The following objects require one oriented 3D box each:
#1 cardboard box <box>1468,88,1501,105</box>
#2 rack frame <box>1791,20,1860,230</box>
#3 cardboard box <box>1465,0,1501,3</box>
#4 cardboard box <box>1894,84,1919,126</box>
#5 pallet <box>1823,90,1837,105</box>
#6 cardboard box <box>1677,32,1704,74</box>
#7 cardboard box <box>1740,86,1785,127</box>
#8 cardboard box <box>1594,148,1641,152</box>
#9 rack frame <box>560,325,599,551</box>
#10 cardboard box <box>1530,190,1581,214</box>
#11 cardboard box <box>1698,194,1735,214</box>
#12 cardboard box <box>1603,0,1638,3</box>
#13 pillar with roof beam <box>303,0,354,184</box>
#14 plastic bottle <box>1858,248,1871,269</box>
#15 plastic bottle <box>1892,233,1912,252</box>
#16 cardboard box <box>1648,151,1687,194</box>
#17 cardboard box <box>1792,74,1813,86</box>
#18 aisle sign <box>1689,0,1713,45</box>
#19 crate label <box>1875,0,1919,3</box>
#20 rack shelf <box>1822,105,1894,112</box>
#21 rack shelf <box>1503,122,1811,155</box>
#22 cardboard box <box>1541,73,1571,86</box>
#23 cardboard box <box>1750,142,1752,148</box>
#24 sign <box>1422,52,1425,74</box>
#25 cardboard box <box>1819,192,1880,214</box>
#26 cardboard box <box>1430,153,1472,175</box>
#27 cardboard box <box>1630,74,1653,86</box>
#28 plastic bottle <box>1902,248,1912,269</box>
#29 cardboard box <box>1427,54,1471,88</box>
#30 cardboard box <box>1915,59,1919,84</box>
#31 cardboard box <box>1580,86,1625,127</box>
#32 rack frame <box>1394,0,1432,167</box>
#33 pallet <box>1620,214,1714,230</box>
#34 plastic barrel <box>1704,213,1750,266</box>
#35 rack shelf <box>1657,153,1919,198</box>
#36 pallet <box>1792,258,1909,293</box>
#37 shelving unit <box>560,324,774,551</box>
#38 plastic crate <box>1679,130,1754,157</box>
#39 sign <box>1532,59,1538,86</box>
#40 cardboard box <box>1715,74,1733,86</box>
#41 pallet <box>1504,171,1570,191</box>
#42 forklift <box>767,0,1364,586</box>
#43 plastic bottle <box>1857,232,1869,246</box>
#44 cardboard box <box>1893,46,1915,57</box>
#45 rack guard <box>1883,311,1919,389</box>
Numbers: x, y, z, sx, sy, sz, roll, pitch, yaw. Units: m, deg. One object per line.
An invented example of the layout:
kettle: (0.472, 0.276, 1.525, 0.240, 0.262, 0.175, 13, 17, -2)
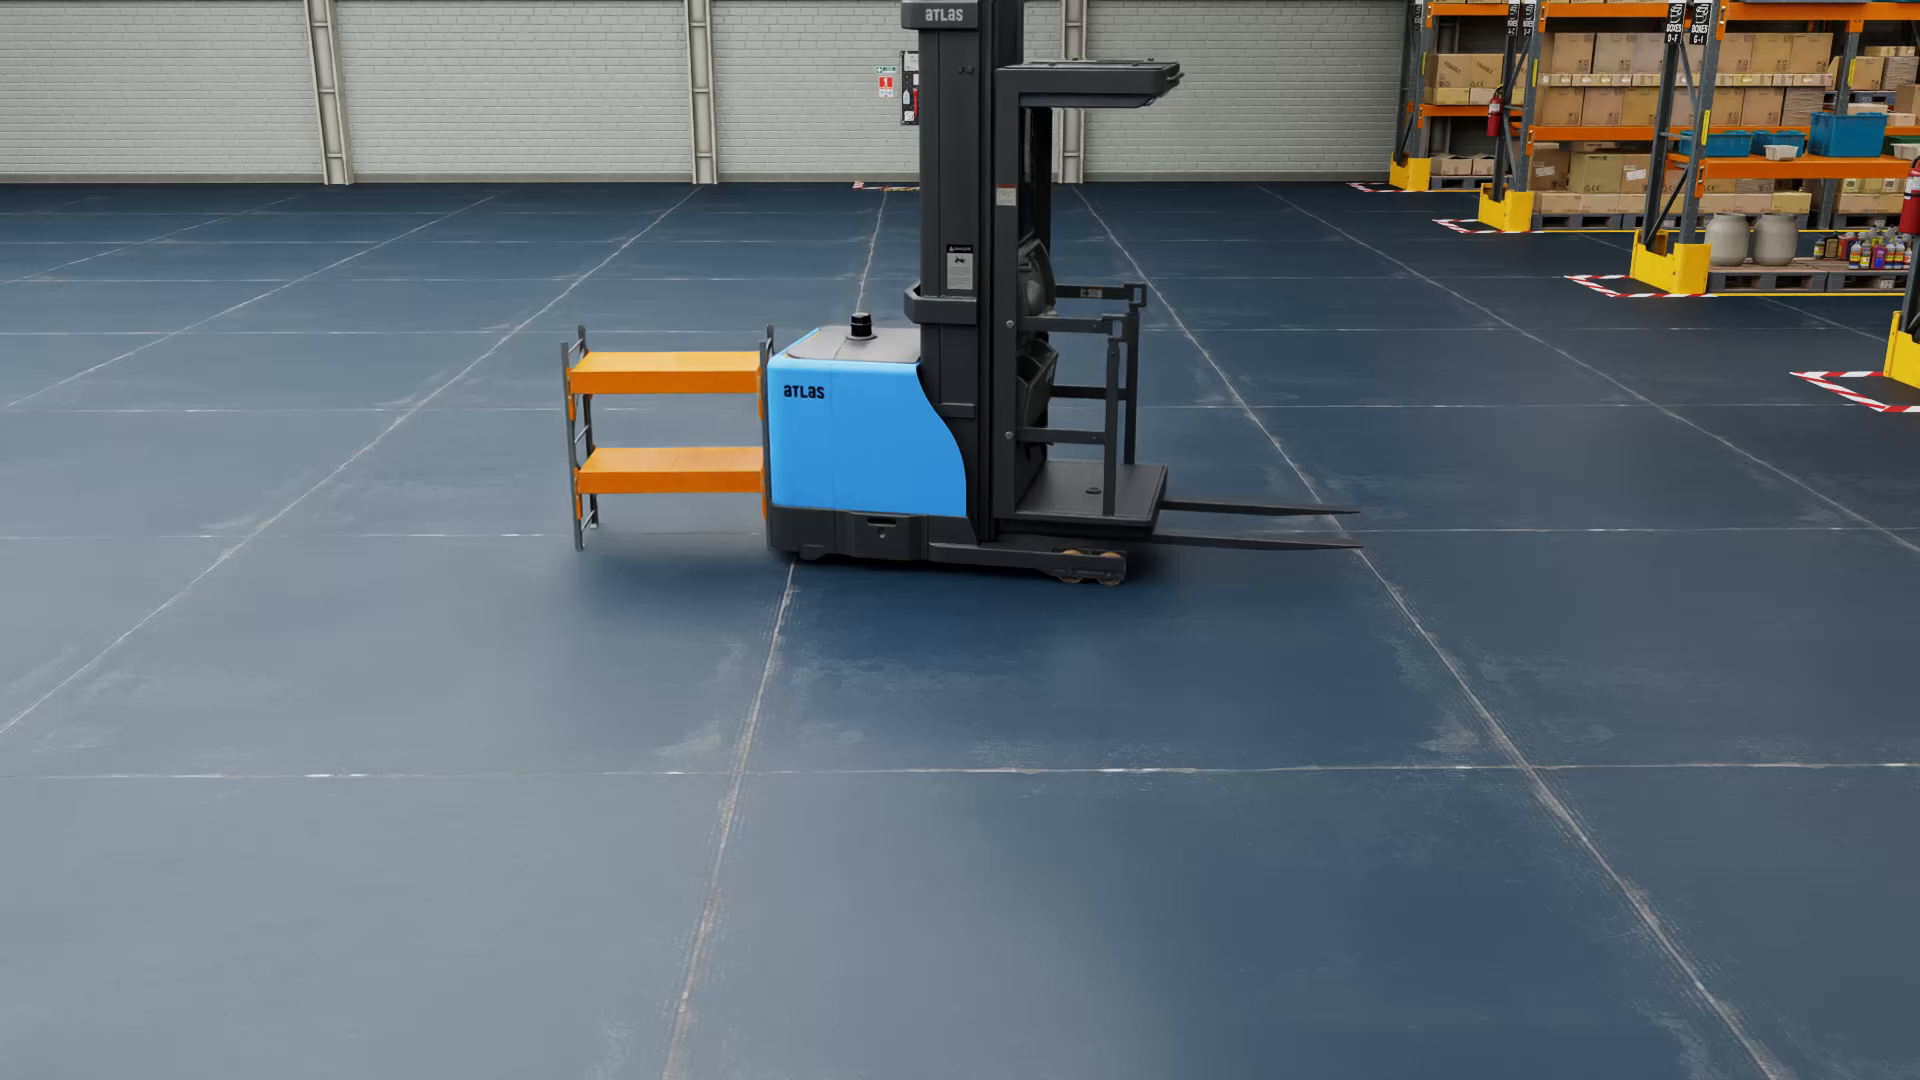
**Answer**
cardboard box: (8.144, -6.949, 26.013, 0.500, 0.250, 0.500, -1, 18, -3)
rack frame: (11.214, -5.605, 21.610, 0.127, 3.000, 1.000, 0, 18, -1)
cardboard box: (8.008, -8.501, 25.531, 0.500, 0.500, 0.500, 1, 18, 3)
cardboard box: (12.509, -5.654, 21.599, 0.500, 0.500, 0.500, 1, 18, 3)
pallet: (13.153, -7.024, 26.347, 1.213, 0.211, 1.003, 0, 18, -1)
cardboard box: (9.265, -6.259, 21.362, 0.500, 0.500, 0.700, 0, 18, -1)
cardboard box: (10.243, -5.644, 21.568, 0.500, 0.500, 0.700, 0, 18, -1)
cardboard box: (8.746, -4.937, 22.112, 0.500, 0.500, 0.500, 0, 18, -1)
rack frame: (-2.040, -0.553, 8.931, 0.032, 1.125, 0.500, 0, 18, -1)
cardboard box: (7.754, -4.411, 21.702, 0.500, 0.250, 0.500, 0, 18, -1)
cardboard box: (9.754, -4.421, 21.732, 0.500, 0.250, 0.500, 0, 18, -1)
cardboard box: (10.125, -8.527, 25.612, 0.500, 0.500, 0.500, -2, 18, -6)
pillar with roof beam: (-10.111, -8.822, 21.815, 0.400, 9.000, 9.100, 0, 18, -1)
plastic bottle: (9.210, -2.864, 16.927, 0.097, 0.201, 0.097, 0, 18, 0)
plastic bottle: (9.889, -3.080, 17.476, 0.135, 0.276, 0.152, 0, 18, -1)
cardboard box: (9.254, -4.775, 21.608, 0.500, 0.500, 0.500, 0, 18, -1)
cardboard box: (10.698, -5.894, 21.286, 0.250, 0.149, 0.380, -1, 18, -2)
aisle sign: (7.222, -5.221, 16.157, 0.004, 0.787, 0.394, 0, 18, -1)
crate label: (9.166, -5.339, 16.112, 0.408, 0.251, 0.502, 0, 18, -1)
rack shelf: (13.132, -6.785, 26.467, 4.000, 0.370, 1.077, 0, 18, -1)
rack shelf: (9.214, -5.253, 21.690, 4.000, 0.370, 1.077, 0, 18, -1)
cardboard box: (7.610, -5.879, 21.237, 0.250, 0.149, 0.380, 0, 18, -1)
cardboard box: (12.384, -6.164, 26.724, 0.500, 0.500, 0.700, -1, 18, -2)
sign: (7.141, -7.345, 25.618, 0.005, 0.325, 0.100, 0, 18, -1)
cardboard box: (11.621, -4.422, 21.736, 0.500, 0.250, 0.500, -1, 18, -2)
cardboard box: (7.826, -6.004, 26.535, 0.500, 0.311, 0.500, -2, 18, -7)
cardboard box: (8.642, -5.884, 21.254, 0.250, 0.149, 0.380, -1, 18, -3)
plastic bottle: (9.649, -2.866, 16.933, 0.097, 0.201, 0.097, 0, 18, 0)
cardboard box: (7.615, -7.305, 25.893, 0.500, 0.500, 0.500, 0, 18, -1)
cardboard box: (15.600, -7.419, 26.581, 0.500, 0.500, 0.500, 0, 18, -1)
cardboard box: (8.207, -5.636, 21.542, 0.500, 0.500, 0.700, 0, 18, 1)
rack frame: (7.133, -7.099, 26.267, 0.127, 3.000, 1.000, 0, 18, -1)
pallet: (9.195, -4.280, 22.043, 1.213, 0.211, 1.003, 0, 18, -1)
plastic barrel: (7.946, -3.115, 17.233, 0.421, 0.512, 0.421, 0, 18, 0)
rack shelf: (9.289, -3.740, 16.974, 4.000, 0.370, 1.077, 0, 18, -1)
pallet: (9.393, -2.767, 17.329, 1.213, 0.211, 1.003, 0, 18, -1)
shelving unit: (-1.532, -0.557, 8.942, 1.048, 1.125, 0.538, 0, 18, -1)
plastic crate: (7.785, -4.096, 17.149, 0.616, 0.251, 0.499, 0, 18, -1)
sign: (7.217, -5.866, 20.877, 0.005, 0.325, 0.100, 0, 18, -1)
cardboard box: (9.676, -5.889, 21.270, 0.250, 0.149, 0.380, 0, 18, 1)
pallet: (9.238, -5.770, 26.688, 1.213, 0.211, 1.003, 0, 18, -1)
forklift: (0.577, -1.342, 8.432, 3.031, 2.935, 1.130, 4, 18, 11)
plastic bottle: (9.510, -3.122, 17.608, 0.135, 0.276, 0.152, -1, 18, -2)
cardboard box: (14.787, -7.693, 26.172, 0.250, 0.149, 0.380, -3, 18, -8)
rack guard: (7.443, -1.371, 12.502, 0.348, 0.500, 1.175, 0, 18, -1)
